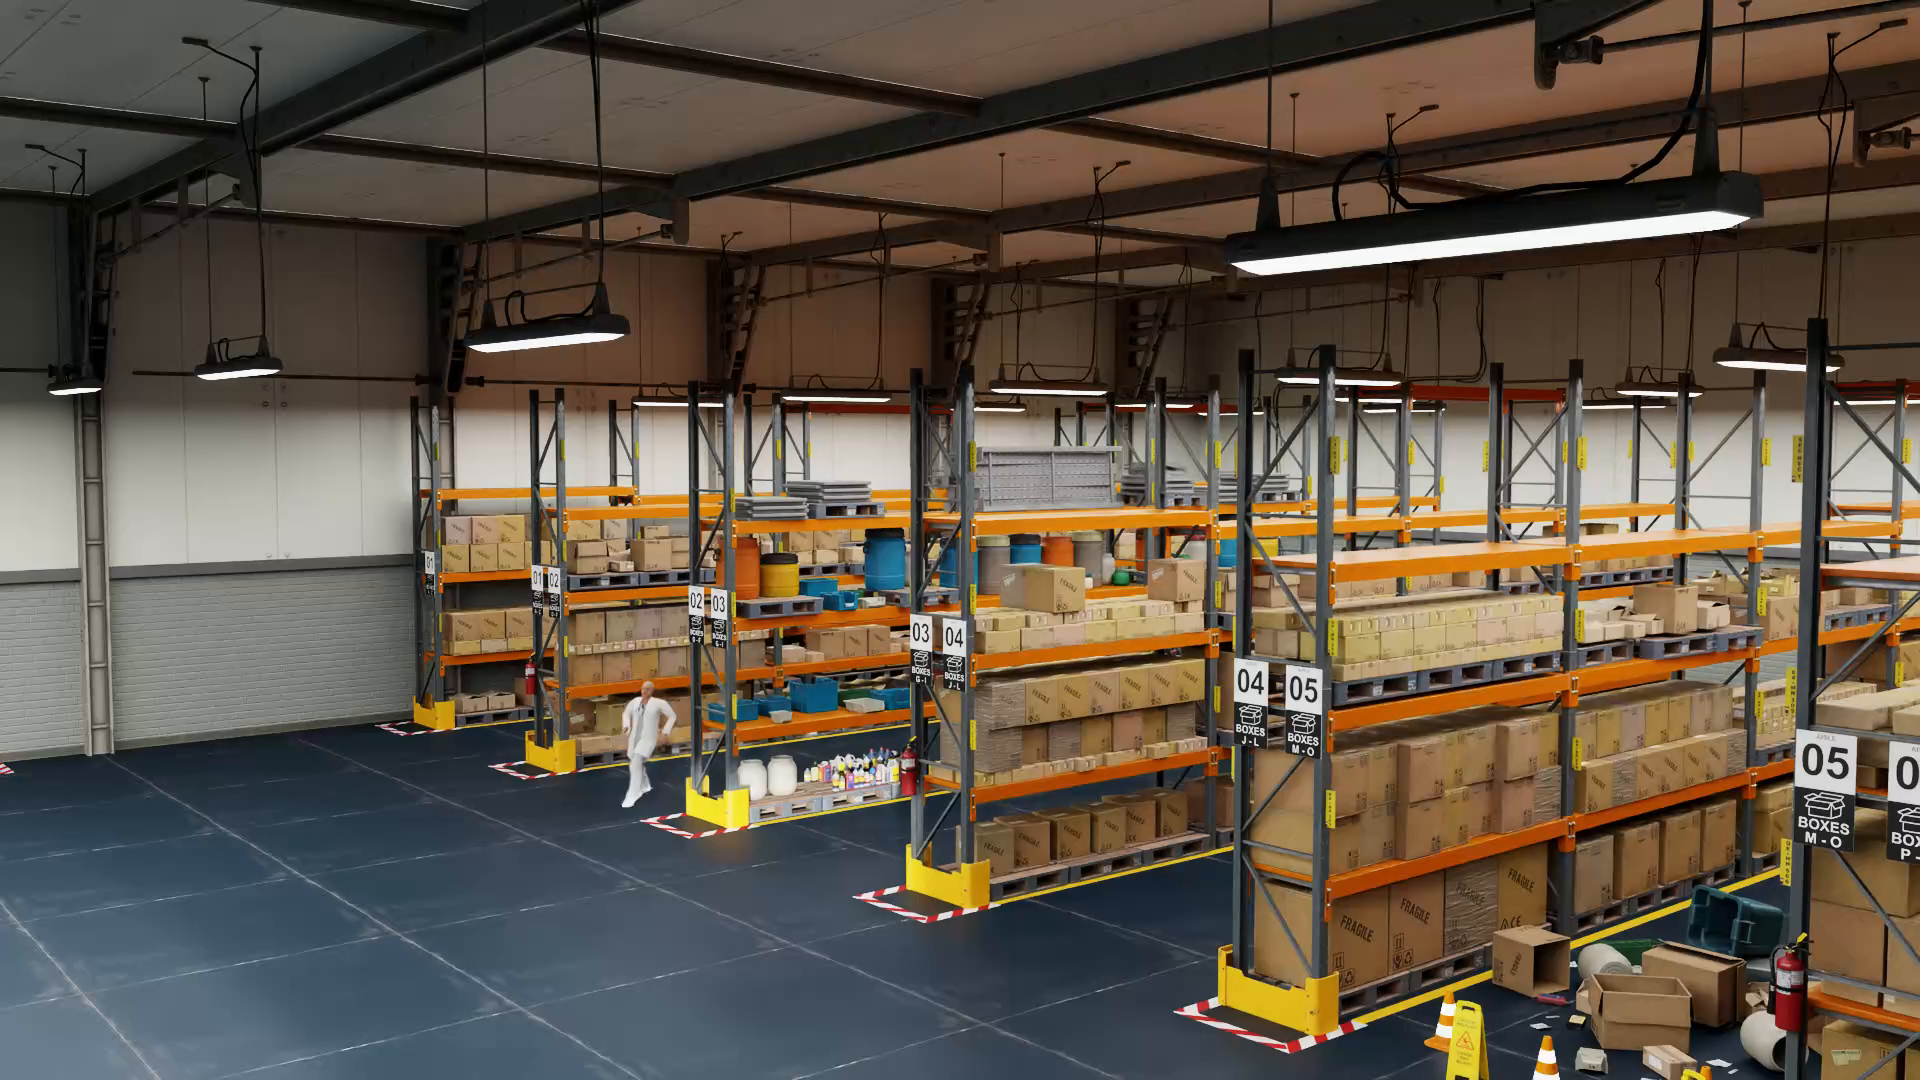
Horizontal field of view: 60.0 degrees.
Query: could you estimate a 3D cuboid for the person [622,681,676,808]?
[{"bbox_3d":[-4.482,2.901,23.746,0.768,1.803,0.766,2,4,26],"label":"person"}]
